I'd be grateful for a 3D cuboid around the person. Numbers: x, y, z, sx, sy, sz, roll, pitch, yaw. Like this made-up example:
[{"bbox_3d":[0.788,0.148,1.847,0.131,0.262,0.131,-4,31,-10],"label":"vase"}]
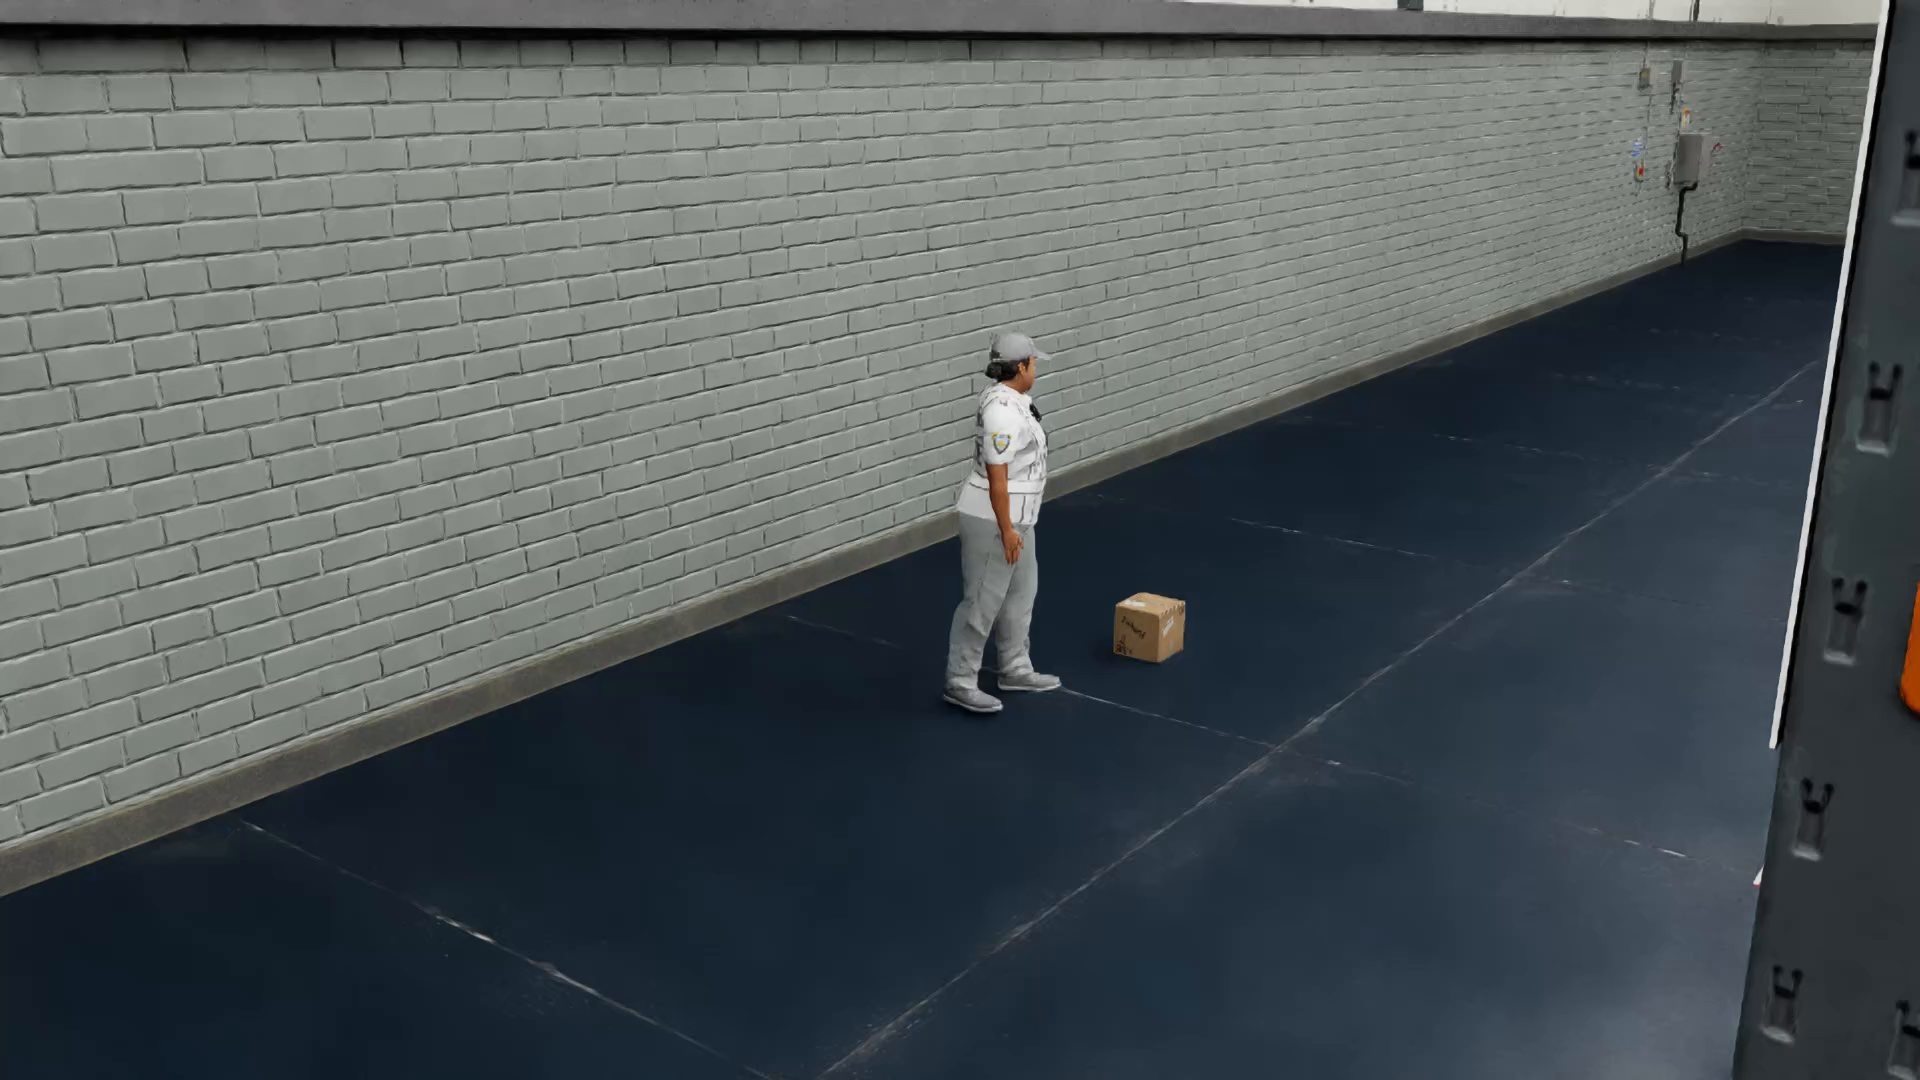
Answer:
[{"bbox_3d":[0.196,-0.081,7.302,0.517,1.666,0.505,2,17,5],"label":"person"}]
